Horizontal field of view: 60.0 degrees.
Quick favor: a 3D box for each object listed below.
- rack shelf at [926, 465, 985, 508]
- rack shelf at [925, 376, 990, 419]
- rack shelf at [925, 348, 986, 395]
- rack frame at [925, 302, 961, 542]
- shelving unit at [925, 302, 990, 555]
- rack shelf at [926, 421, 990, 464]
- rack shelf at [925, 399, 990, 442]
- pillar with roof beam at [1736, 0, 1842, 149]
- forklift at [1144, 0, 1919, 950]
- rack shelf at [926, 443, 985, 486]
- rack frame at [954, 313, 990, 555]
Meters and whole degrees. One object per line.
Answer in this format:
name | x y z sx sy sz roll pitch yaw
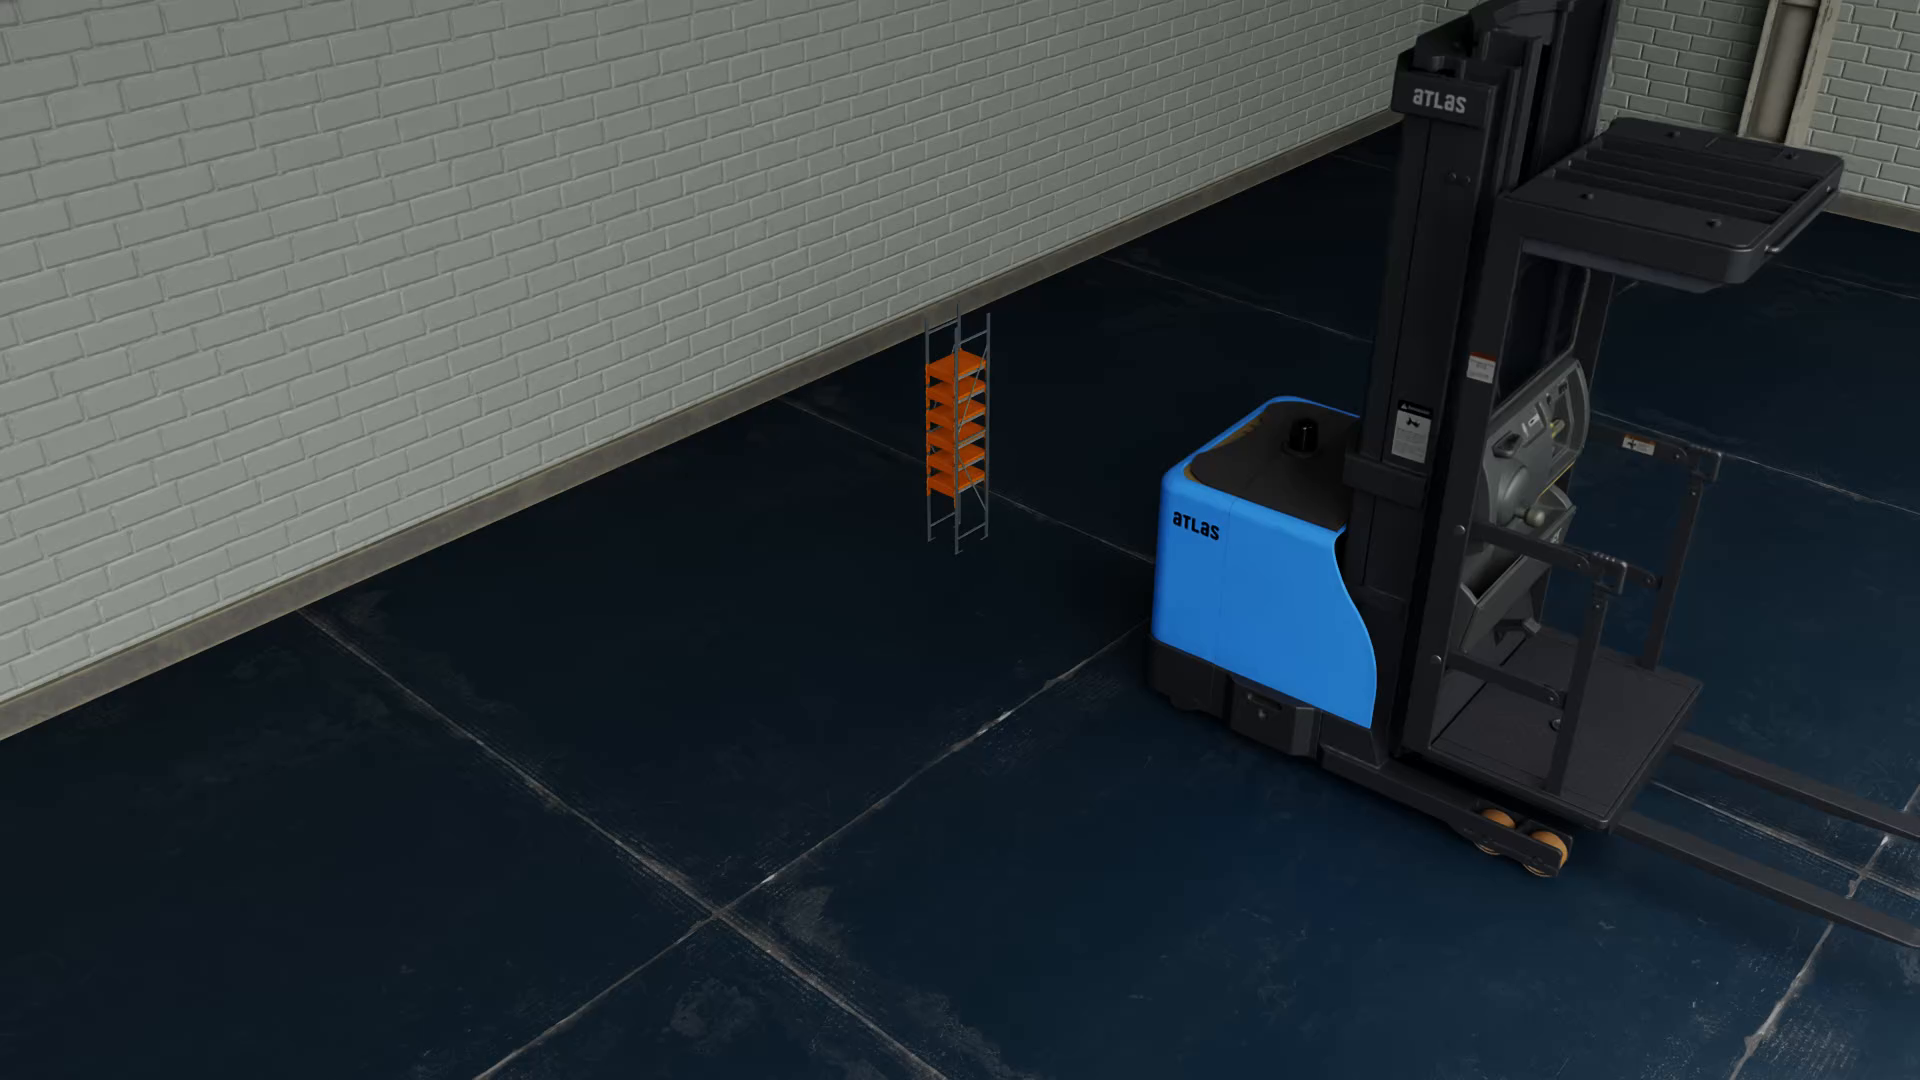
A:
rack shelf | -0.011 -0.275 8.096 0.180 0.103 0.258 25 39 35
rack shelf | -0.011 -0.687 7.848 0.180 0.103 0.258 25 39 35
rack shelf | -0.011 -0.789 7.786 0.180 0.103 0.258 25 39 35
rack frame | -0.079 -0.551 8.001 0.006 1.200 0.240 25 39 35
shelving unit | -0.011 -0.519 7.949 0.189 1.200 0.258 25 39 35
rack shelf | -0.011 -0.481 7.972 0.180 0.103 0.258 25 39 35
rack shelf | -0.011 -0.584 7.910 0.180 0.103 0.258 25 39 35
pillar with roof beam | 3.070 -4.752 7.418 0.400 9.000 9.100 25 39 35
forklift | 2.255 -0.318 5.936 3.031 2.935 1.130 22 38 32
rack shelf | -0.011 -0.378 8.034 0.180 0.103 0.258 25 39 35
rack frame | 0.057 -0.487 7.896 0.006 1.200 0.240 25 39 35
